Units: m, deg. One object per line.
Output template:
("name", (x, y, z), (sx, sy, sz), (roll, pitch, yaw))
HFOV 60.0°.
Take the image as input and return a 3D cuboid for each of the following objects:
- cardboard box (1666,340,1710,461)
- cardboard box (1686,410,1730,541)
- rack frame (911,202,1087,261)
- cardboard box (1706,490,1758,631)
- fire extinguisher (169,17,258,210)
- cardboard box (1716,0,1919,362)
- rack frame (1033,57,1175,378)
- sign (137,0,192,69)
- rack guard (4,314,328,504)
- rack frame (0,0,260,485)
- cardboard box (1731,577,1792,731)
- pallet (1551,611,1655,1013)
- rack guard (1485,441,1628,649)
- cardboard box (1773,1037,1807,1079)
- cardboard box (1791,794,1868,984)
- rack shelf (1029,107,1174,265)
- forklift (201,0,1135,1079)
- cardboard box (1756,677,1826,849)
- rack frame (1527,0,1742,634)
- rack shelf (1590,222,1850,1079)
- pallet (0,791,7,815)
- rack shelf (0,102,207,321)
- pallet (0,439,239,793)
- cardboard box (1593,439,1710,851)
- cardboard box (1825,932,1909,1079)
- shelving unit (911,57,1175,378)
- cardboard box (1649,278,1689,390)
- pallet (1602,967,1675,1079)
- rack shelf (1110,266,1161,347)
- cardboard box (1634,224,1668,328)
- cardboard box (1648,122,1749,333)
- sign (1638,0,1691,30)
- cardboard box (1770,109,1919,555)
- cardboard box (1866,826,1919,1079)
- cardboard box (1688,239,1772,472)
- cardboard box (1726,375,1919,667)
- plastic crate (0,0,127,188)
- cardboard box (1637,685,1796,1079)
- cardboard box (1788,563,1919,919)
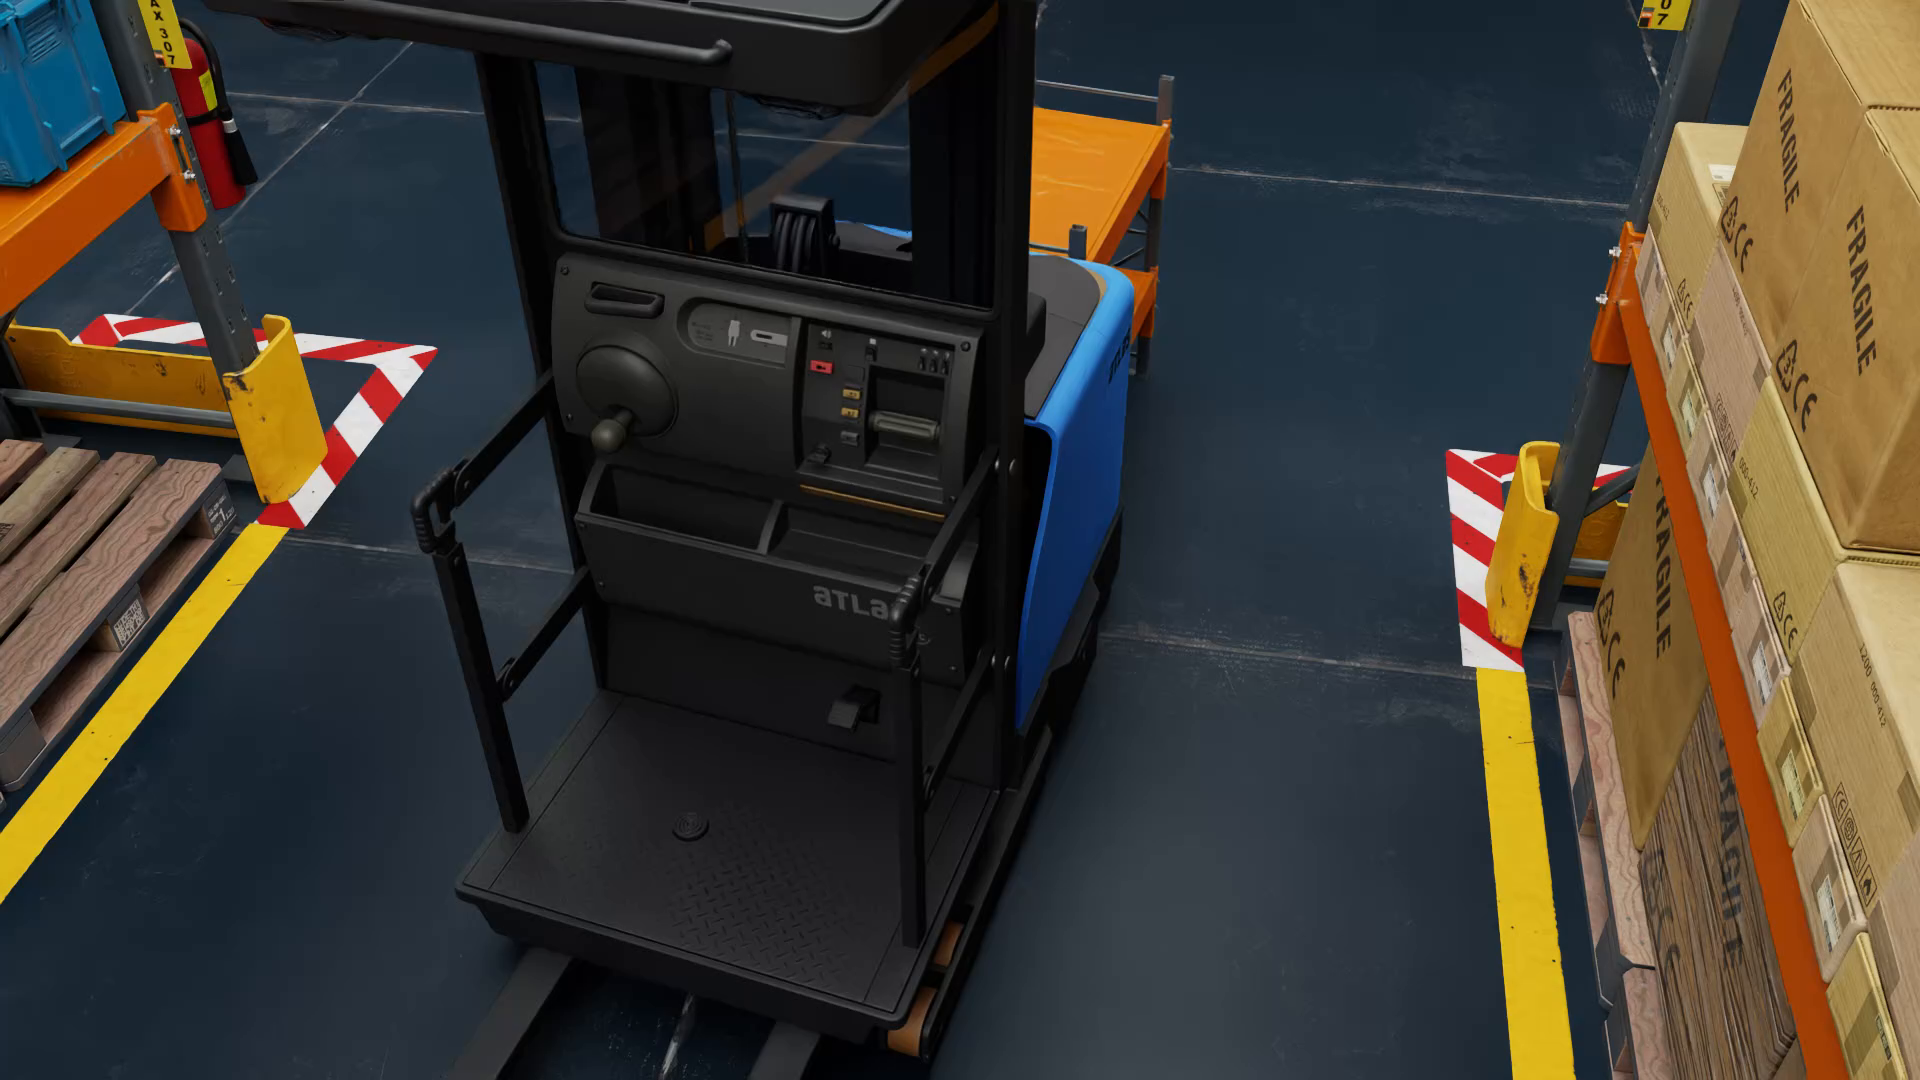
("cardboard box", (1.687, -0.271, 3.421), (0.380, 0.149, 0.250), (6, 40, 7))
("cardboard box", (1.643, -0.107, 3.223), (0.380, 0.149, 0.250), (6, 40, 7))
("rack frame", (0.105, -0.462, 4.926), (0.500, 1.125, 0.032), (12, 41, 15))
("cardboard box", (1.598, 0.052, 3.030), (0.380, 0.149, 0.250), (6, 40, 7))
("fire extinguisher", (-2.244, -1.293, 4.813), (0.296, 0.674, 0.183), (6, 40, 8))
("cardboard box", (1.725, -0.637, 2.962), (0.500, 0.500, 0.500), (5, 40, 7))
("rack frame", (0.438, -1.074, 5.666), (0.500, 1.125, 0.032), (12, 41, 15))
("sign", (-2.173, -1.435, 4.503), (0.100, 0.325, 0.005), (6, 40, 8))
("rack guard", (-2.726, -0.475, 5.433), (1.175, 0.500, 0.348), (6, 40, 8))
("rack frame", (-2.718, -1.422, 4.616), (1.000, 3.000, 0.127), (6, 40, 8))
("cardboard box", (1.554, 0.214, 2.834), (0.380, 0.149, 0.250), (6, 40, 7))
("pallet", (2.099, 0.709, 4.227), (1.003, 0.211, 1.213), (6, 40, 8))
("rack guard", (2.165, 0.072, 4.770), (1.175, 0.500, 0.348), (6, 40, 8))
("cardboard box", (1.817, 1.321, 2.636), (0.875, 0.875, 0.875), (6, 40, 8))
("cardboard box", (1.466, 0.537, 2.443), (0.380, 0.149, 0.250), (7, 40, 8))
("rack shelf", (0.271, -0.994, 5.110), (0.538, 0.278, 1.000), (12, 41, 15))
("forklift", (-0.481, -0.245, 3.246), (1.130, 2.935, 3.031), (12, 41, 15))
("cardboard box", (1.509, 0.373, 2.642), (0.380, 0.149, 0.250), (5, 40, 7))
("rack frame", (2.161, -0.876, 3.956), (1.000, 3.000, 0.127), (6, 40, 8))
("rack shelf", (1.815, 0.656, 2.667), (1.077, 0.370, 4.000), (6, 40, 8))
("pallet", (-3.112, 0.929, 3.961), (1.003, 0.211, 1.213), (6, 40, 8))
("rack shelf", (-3.064, 0.110, 3.327), (1.077, 0.370, 4.000), (6, 40, 8))
("pallet", (-2.899, 0.166, 4.884), (1.003, 0.211, 1.213), (6, 40, 8))
("cardboard box", (2.129, 0.191, 4.002), (0.875, 0.875, 0.875), (6, 40, 8))
("cardboard box", (1.421, 0.697, 2.250), (0.380, 0.149, 0.250), (6, 40, 7))
("shelving unit", (0.271, -0.768, 5.296), (0.538, 1.125, 1.048), (12, 41, 15))
("cardboard box", (1.731, -0.432, 3.615), (0.380, 0.149, 0.250), (6, 40, 7))
("pallet", (1.886, 1.472, 3.303), (1.003, 0.211, 1.213), (6, 40, 8))
("rack shelf", (0.271, -0.580, 5.452), (0.538, 0.278, 1.000), (12, 41, 15))
("cardboard box", (1.774, -0.593, 3.810), (0.380, 0.149, 0.250), (7, 40, 8))
("cardboard box", (1.812, -0.661, 3.580), (0.500, 0.250, 0.500), (5, 40, 6))
("sign", (1.615, -1.305, 3.733), (0.100, 0.325, 0.005), (6, 40, 8))
("cardboard box", (1.641, -0.311, 2.568), (0.500, 0.500, 0.500), (5, 40, 6))
("cardboard box", (1.462, 0.626, 2.023), (0.500, 0.250, 0.500), (7, 40, 9))
("cardboard box", (1.728, -0.334, 3.185), (0.500, 0.250, 0.500), (6, 40, 7))
("cardboard box", (1.638, -0.020, 2.804), (0.500, 0.250, 0.500), (5, 40, 6))
("plastic crate", (-2.592, -1.228, 4.307), (0.616, 0.435, 0.499), (6, 40, 8))
("cardboard box", (1.971, 0.763, 3.312), (0.875, 0.875, 0.875), (6, 40, 8))
("cardboard box", (1.553, 0.308, 2.407), (0.500, 0.250, 0.500), (6, 40, 7))
